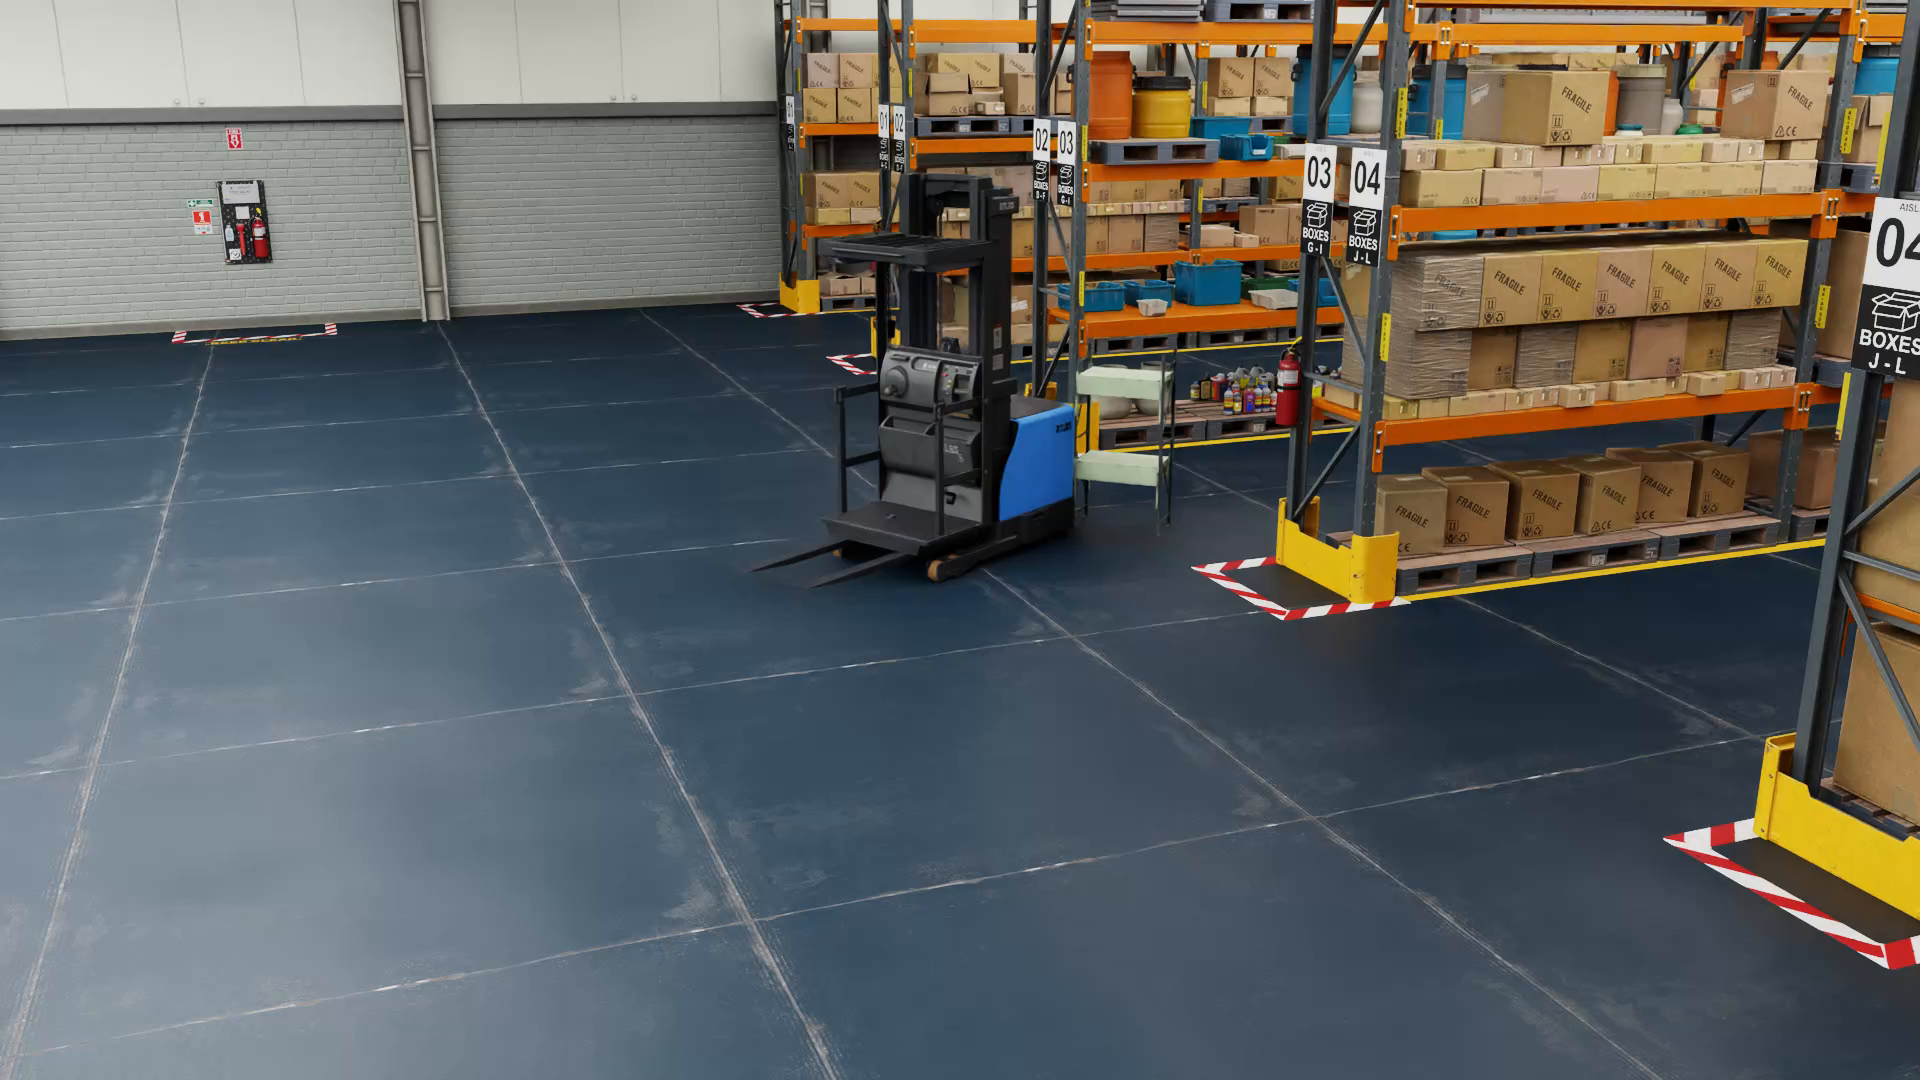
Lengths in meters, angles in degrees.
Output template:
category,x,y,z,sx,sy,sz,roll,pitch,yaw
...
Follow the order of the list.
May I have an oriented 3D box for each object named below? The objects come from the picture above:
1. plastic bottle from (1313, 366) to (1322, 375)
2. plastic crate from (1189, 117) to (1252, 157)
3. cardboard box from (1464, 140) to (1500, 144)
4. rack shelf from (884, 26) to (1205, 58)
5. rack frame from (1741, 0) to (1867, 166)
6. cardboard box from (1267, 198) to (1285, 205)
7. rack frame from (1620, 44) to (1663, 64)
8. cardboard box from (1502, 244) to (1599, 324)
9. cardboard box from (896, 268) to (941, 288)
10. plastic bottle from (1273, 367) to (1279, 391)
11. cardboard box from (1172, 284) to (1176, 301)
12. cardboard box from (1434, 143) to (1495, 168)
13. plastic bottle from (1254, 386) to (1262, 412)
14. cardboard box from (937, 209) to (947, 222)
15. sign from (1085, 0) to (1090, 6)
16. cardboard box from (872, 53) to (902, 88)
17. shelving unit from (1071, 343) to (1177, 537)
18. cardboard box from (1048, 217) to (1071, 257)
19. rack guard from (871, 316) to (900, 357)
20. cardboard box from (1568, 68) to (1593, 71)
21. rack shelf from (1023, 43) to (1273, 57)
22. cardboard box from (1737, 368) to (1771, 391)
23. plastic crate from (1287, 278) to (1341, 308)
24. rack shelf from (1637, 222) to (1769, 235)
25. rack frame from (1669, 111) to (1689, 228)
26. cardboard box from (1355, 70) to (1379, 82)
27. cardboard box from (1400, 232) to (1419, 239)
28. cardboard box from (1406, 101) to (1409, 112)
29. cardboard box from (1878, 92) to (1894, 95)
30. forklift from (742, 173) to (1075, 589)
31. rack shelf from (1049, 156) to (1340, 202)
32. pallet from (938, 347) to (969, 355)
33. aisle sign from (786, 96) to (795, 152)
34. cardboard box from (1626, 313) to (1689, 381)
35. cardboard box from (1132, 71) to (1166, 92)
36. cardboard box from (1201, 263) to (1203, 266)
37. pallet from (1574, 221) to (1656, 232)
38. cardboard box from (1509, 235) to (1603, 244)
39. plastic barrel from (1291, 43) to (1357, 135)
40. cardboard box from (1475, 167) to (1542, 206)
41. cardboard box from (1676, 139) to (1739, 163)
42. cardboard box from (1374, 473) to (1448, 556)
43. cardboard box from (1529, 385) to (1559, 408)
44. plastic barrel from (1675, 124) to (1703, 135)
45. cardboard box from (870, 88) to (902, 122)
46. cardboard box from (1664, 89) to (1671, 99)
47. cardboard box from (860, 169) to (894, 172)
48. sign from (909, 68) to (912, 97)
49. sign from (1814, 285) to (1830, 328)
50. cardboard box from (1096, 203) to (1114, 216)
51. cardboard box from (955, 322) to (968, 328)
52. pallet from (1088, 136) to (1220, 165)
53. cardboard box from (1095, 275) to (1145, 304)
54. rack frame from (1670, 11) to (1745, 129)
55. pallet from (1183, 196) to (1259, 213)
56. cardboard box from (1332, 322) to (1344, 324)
category,x,y,z,sx,sy,sz,roll,pitch,yaw
plastic bottle,3.864,-1.770,18.224,0.185,0.351,0.144,-6,17,-20
plastic crate,2.652,-4.140,17.078,0.575,0.384,0.392,-6,17,-20
cardboard box,3.902,-2.878,12.310,0.250,0.149,0.380,-6,17,-19
rack shelf,1.078,-6.284,21.012,4.000,0.370,1.077,-6,17,-20
rack frame,6.487,-4.416,12.664,0.127,3.000,1.000,-6,17,-20
cardboard box,5.295,-5.712,28.135,0.250,0.149,0.380,-6,18,-21
rack frame,12.375,-9.535,30.098,0.127,3.000,1.000,-6,17,-20
cardboard box,4.299,-1.887,12.222,0.500,0.500,0.500,-6,17,-20
cardboard box,-0.652,-4.220,26.300,0.500,0.500,0.700,-7,18,-24
plastic bottle,3.467,-1.751,18.278,0.133,0.283,0.061,-5,17,-18
cardboard box,3.221,-3.412,23.031,0.500,0.311,0.500,-6,17,-20
cardboard box,3.560,-2.718,11.765,0.250,0.149,0.380,-6,18,-21
plastic bottle,3.104,-1.474,17.357,0.097,0.271,0.097,0,16,0
cardboard box,-0.346,-4.083,20.849,0.250,0.149,0.380,-6,18,-20
sign,1.172,-5.070,15.263,0.005,0.325,0.100,-6,17,-20
cardboard box,-1.158,-7.087,25.097,0.500,0.500,0.500,-6,17,-19
shelving unit,1.358,-0.839,13.792,0.755,1.500,0.431,6,18,21
cardboard box,1.096,-3.989,21.682,0.500,0.500,0.700,-6,17,-18
rack guard,-0.812,-2.539,21.357,0.348,0.500,1.175,-6,17,-20
cardboard box,8.675,-6.521,24.056,0.600,0.600,0.600,-7,18,-22
rack shelf,3.037,-7.990,26.822,4.000,0.370,1.077,-6,17,-20
cardboard box,6.154,-1.295,13.130,0.250,0.149,0.380,-6,17,-20
plastic crate,3.778,-2.586,17.345,0.616,0.251,0.499,-6,17,-20
rack shelf,12.283,-4.807,25.921,4.000,0.370,1.077,-6,17,-20
rack frame,10.416,-4.951,25.133,0.127,3.000,1.000,-6,17,-20
cardboard box,6.791,-7.785,28.504,0.500,0.500,0.700,-6,17,-20
cardboard box,6.325,-4.479,23.686,0.500,0.311,0.500,-5,17,-17
cardboard box,6.277,-6.055,23.093,0.500,0.250,0.500,-8,18,-24
cardboard box,7.841,-3.344,13.410,0.637,0.503,0.797,-5,17,-18
forklift,-0.369,-1.245,12.637,1.130,2.935,3.031,13,21,37
rack shelf,2.847,-3.733,16.939,4.000,0.370,1.077,-6,17,-20
pallet,-0.090,-2.491,21.706,1.213,0.211,1.003,-6,17,-20
aisle sign,-2.525,-6.205,24.790,0.004,0.787,0.394,-6,17,-20
cardboard box,5.134,-1.581,12.952,0.500,0.500,0.875,-6,17,-20
cardboard box,2.381,-5.918,21.934,0.500,0.500,0.500,-5,17,-16
cardboard box,3.728,-4.754,28.120,0.500,0.500,0.700,-6,17,-20
pallet,9.631,-4.807,24.983,1.213,0.211,1.003,-6,17,-20
cardboard box,4.579,-2.075,12.860,0.500,0.500,0.500,-6,17,-20
plastic barrel,3.747,-4.649,17.149,0.708,0.901,0.600,-6,17,-20
cardboard box,3.773,-2.535,11.851,0.500,0.250,0.500,-7,18,-21
cardboard box,5.553,-2.901,12.390,0.250,0.149,0.380,-7,18,-22
cardboard box,3.341,-0.195,12.628,0.500,0.500,0.500,-3,17,-10
cardboard box,4.268,-1.107,12.491,0.250,0.149,0.380,-6,17,-20
plastic barrel,8.237,-4.570,18.789,0.294,0.245,0.294,0,16,0
cardboard box,-1.166,-6.607,25.235,0.500,0.500,0.500,-5,17,-18
cardboard box,10.773,-6.678,25.071,0.500,0.250,0.500,-6,17,-20
cardboard box,-1.247,-5.546,26.060,0.500,0.500,0.500,-7,18,-22
sign,-0.597,-5.491,19.957,0.005,0.325,0.100,-6,17,-20
sign,6.688,-1.811,12.904,0.005,0.325,0.100,-6,17,-20
cardboard box,1.818,-4.317,21.648,0.250,0.149,0.380,-6,17,-20
cardboard box,0.256,-2.670,21.501,0.500,0.250,0.500,-6,17,-20
pallet,1.787,-3.843,16.374,1.213,0.211,1.003,-6,17,-20
cardboard box,2.120,-3.234,22.093,0.500,0.500,0.500,-6,17,-20
rack frame,8.450,-6.122,18.475,0.127,3.000,1.000,-6,17,-20
pallet,4.277,-5.658,27.883,1.003,0.211,1.213,-6,17,-20
cardboard box,5.326,-3.209,23.339,0.500,0.250,0.500,-6,17,-19
